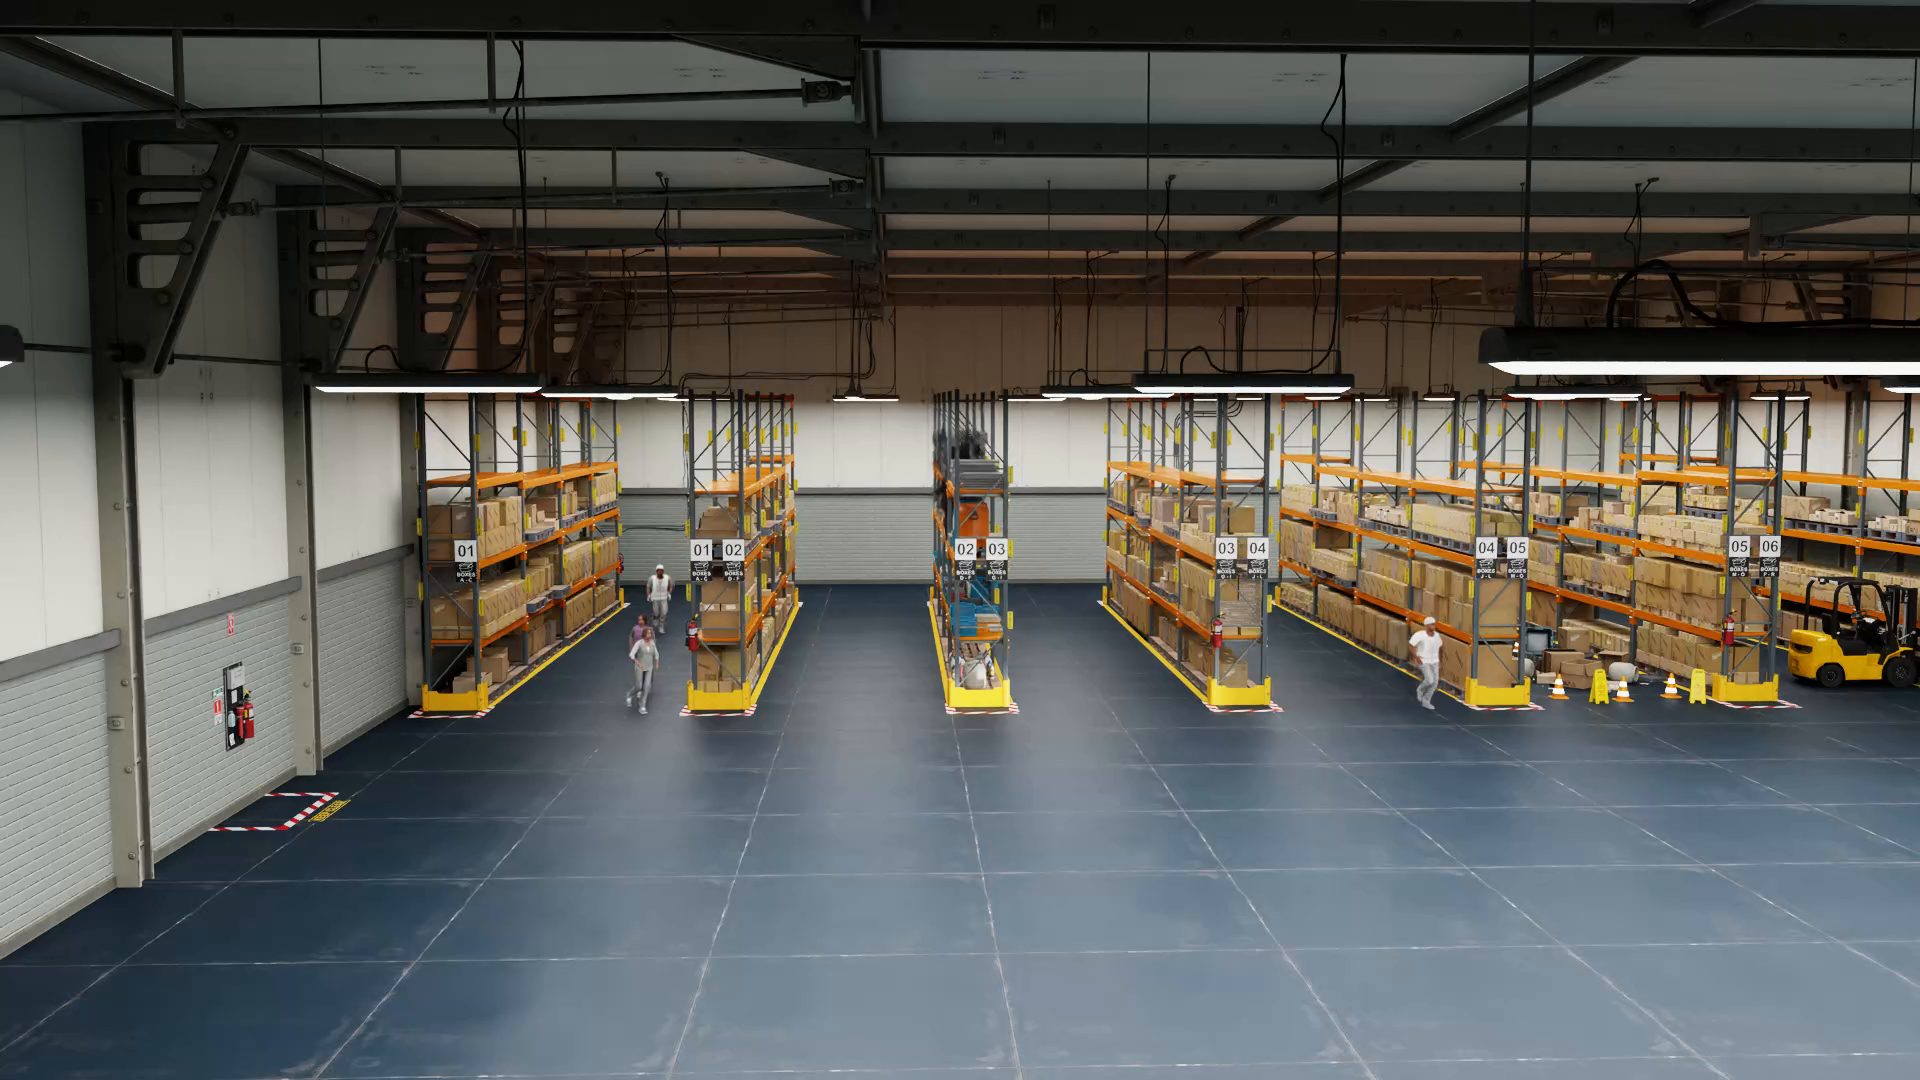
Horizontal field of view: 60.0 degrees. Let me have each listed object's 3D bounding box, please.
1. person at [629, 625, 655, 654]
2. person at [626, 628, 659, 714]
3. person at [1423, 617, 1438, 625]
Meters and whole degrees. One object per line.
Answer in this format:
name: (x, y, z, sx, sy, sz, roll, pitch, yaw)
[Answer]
person: (-6.248, 1.958, 32.661, 0.549, 0.569, 0.392, 0, 5, -2)
person: (-5.891, 2.466, 31.060, 0.584, 1.472, 0.672, -3, 6, -35)
person: (8.849, 1.536, 31.277, 0.220, 0.166, 0.282, -2, 5, -19)
